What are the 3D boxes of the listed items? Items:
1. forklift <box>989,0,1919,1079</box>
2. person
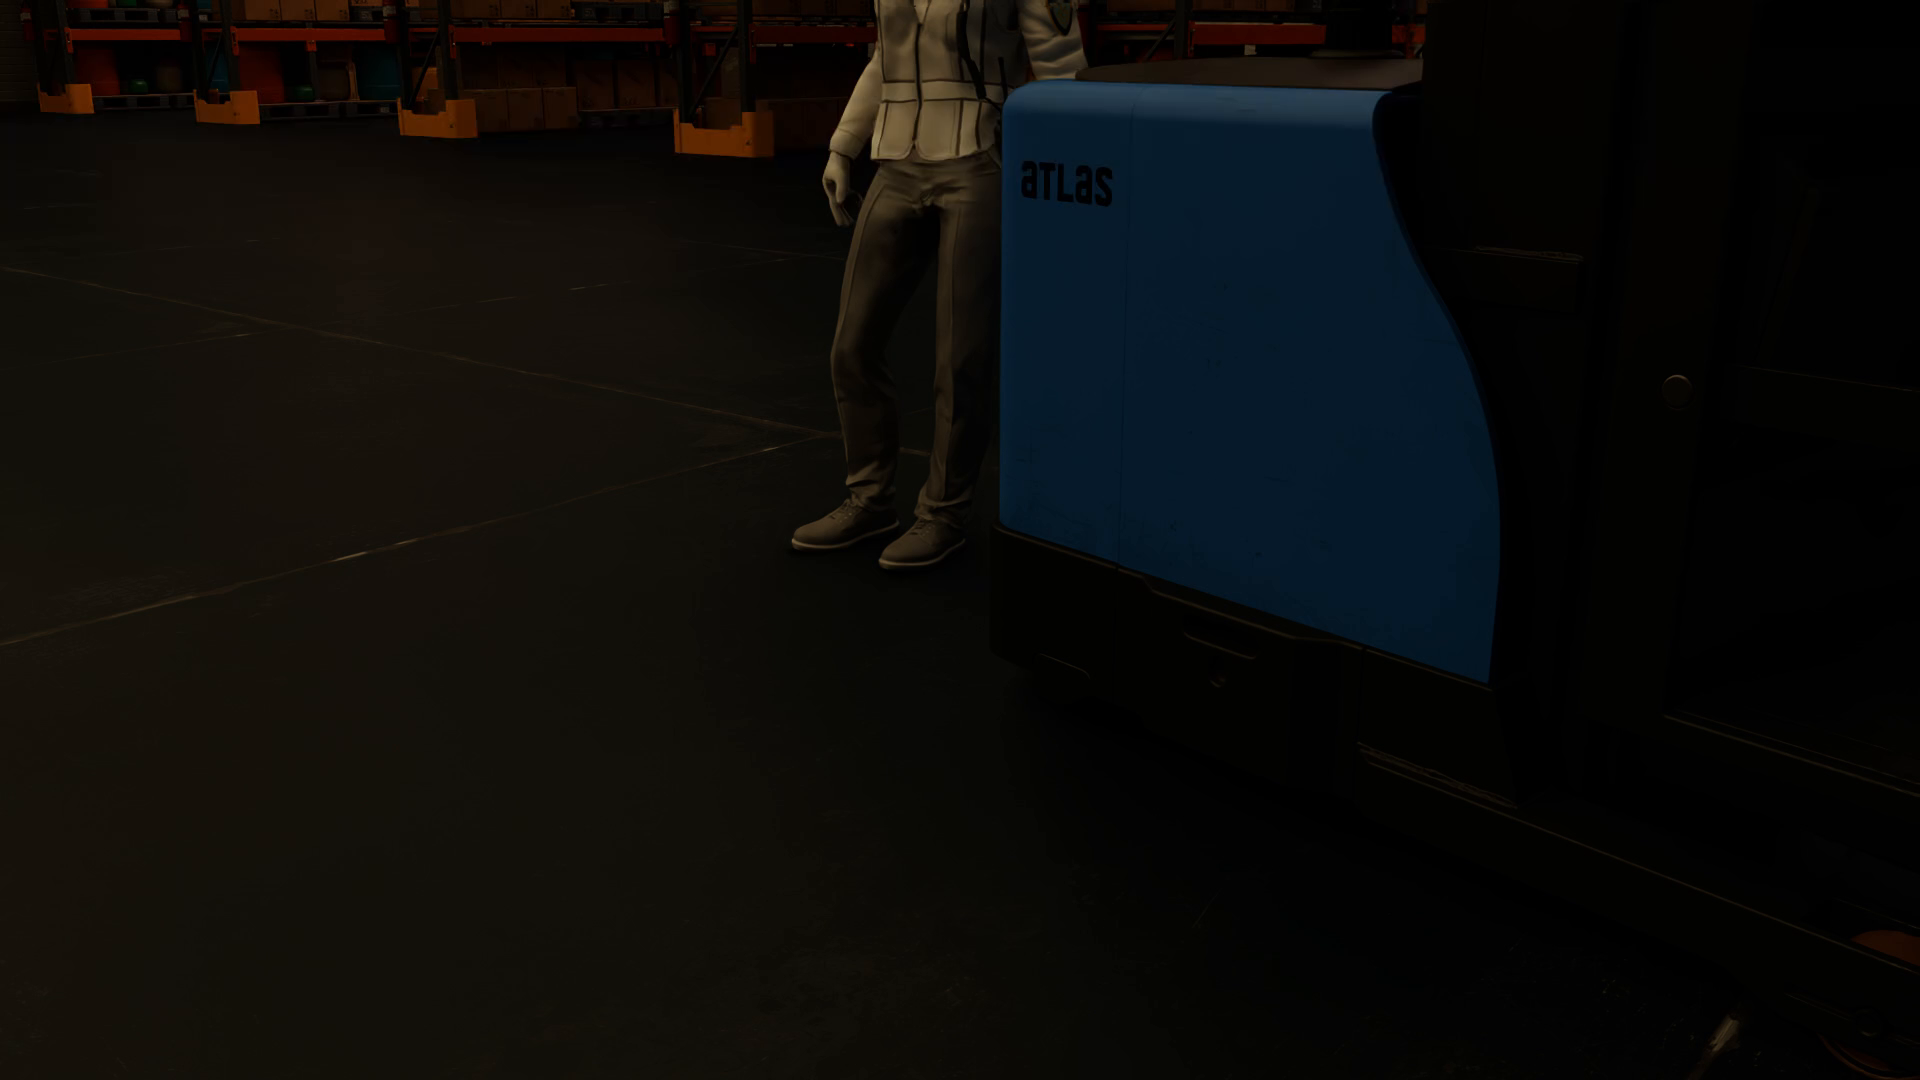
[{"bbox_3d":[1.392,-0.906,1.881,1.130,2.935,3.031,-14,22,-38],"label":"forklift"},{"bbox_3d":[-0.053,-0.773,3.622,0.636,1.672,0.438,12,21,35],"label":"person"}]
